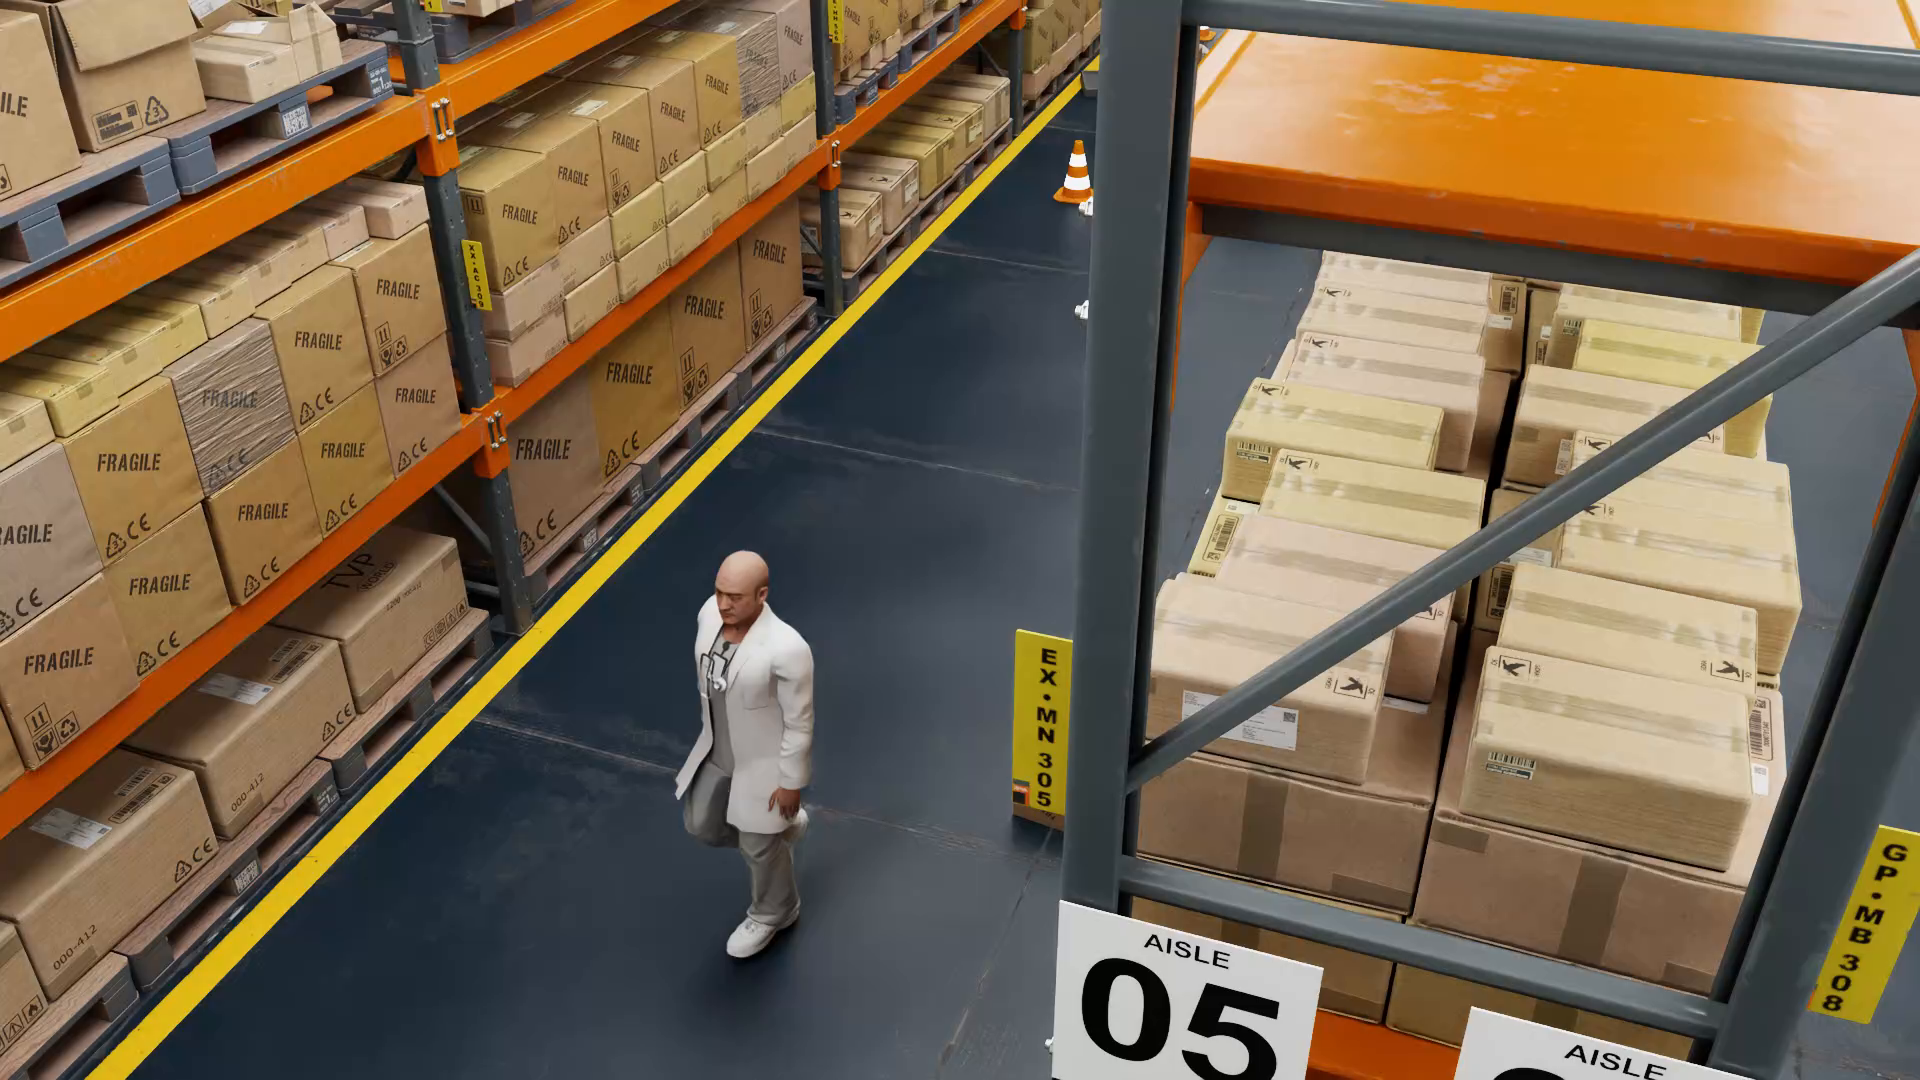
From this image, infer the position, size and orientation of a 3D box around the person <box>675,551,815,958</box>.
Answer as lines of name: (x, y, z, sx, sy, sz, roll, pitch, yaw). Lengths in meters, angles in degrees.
person: (-0.771, 0.786, 6.311, 0.608, 1.768, 0.577, 25, 40, 33)
